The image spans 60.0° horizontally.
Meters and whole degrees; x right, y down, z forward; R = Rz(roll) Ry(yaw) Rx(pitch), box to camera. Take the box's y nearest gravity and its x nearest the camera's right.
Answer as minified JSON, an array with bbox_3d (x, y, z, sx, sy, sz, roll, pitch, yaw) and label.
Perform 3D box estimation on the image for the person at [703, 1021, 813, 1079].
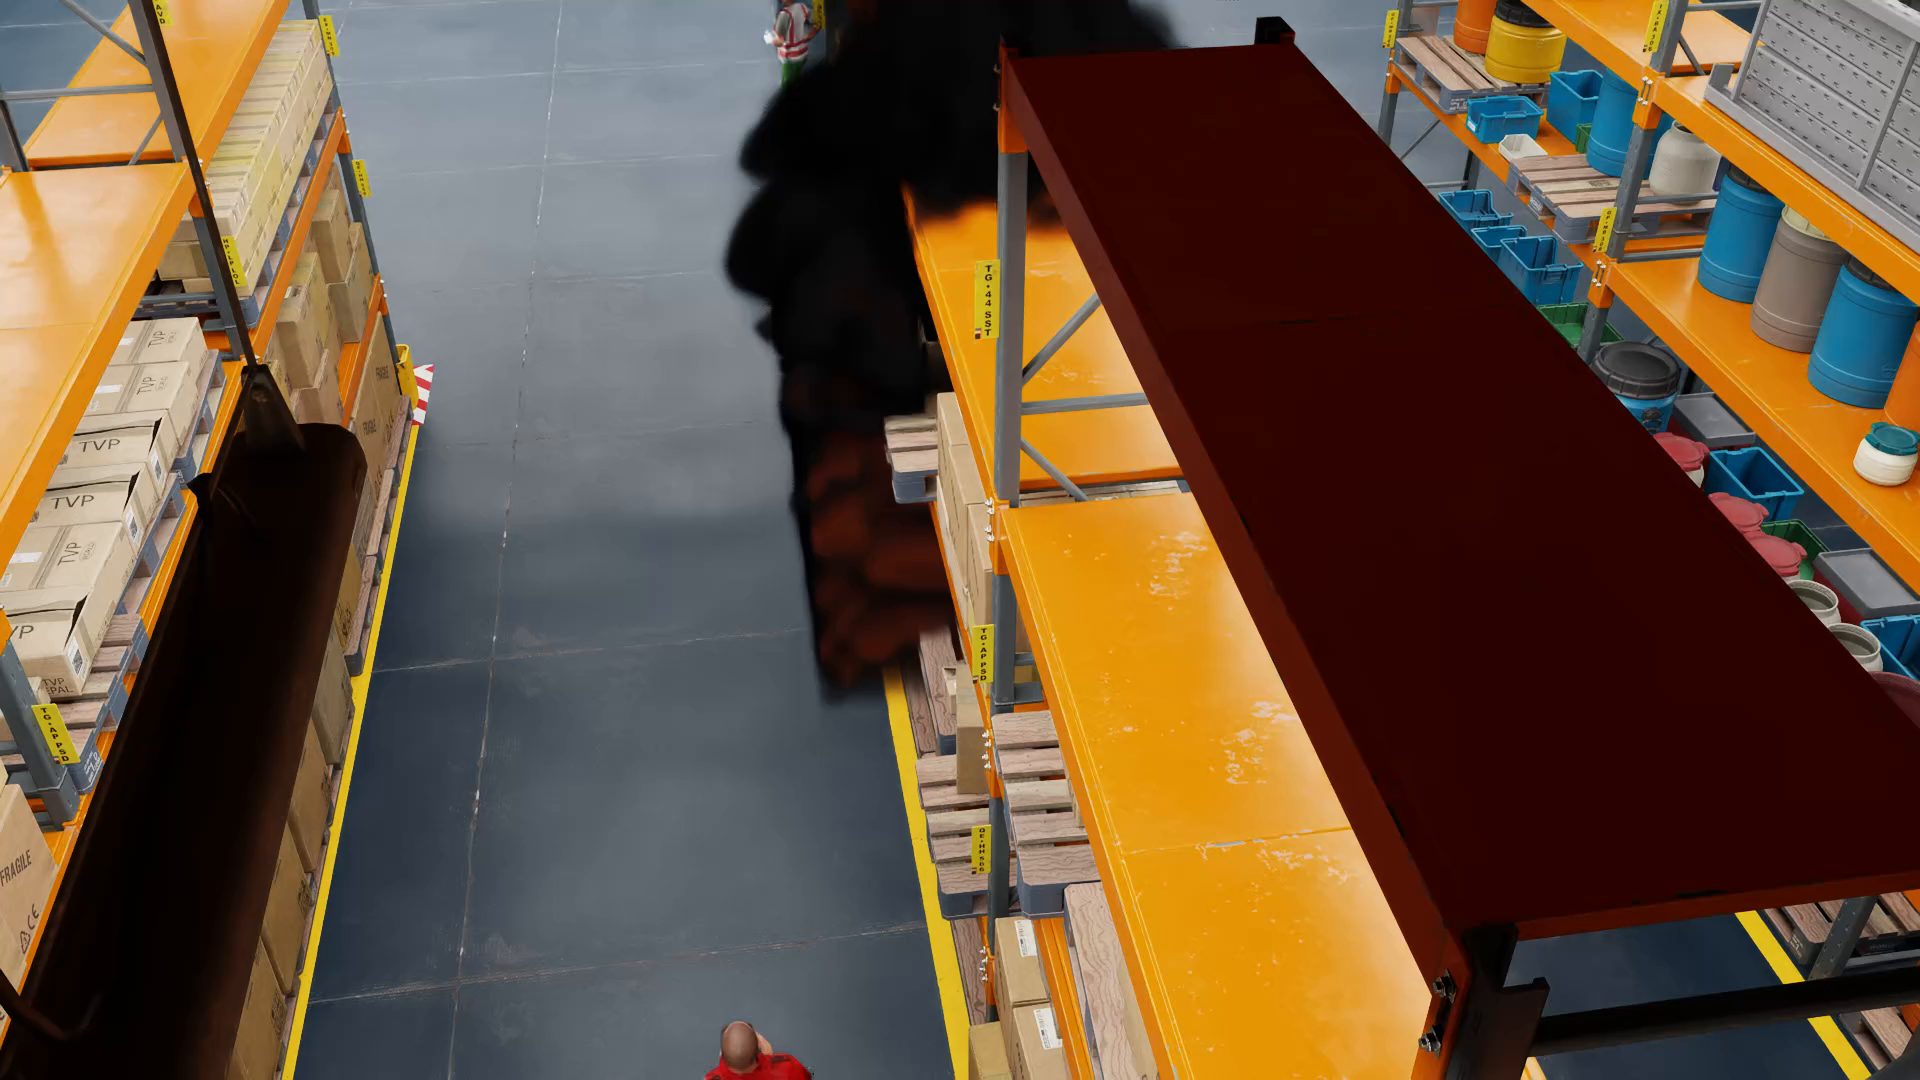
[{"bbox_3d":[-0.961,2.807,7.688,0.659,1.780,0.903,-9,37,-13],"label":"person"}]

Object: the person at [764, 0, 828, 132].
[{"bbox_3d":[-1.947,-5.665,19.610,0.900,1.796,0.641,15,39,19],"label":"person"}]

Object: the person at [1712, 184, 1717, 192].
[{"bbox_3d":[7.883,-4.198,17.922,0.956,1.568,0.643,13,38,18],"label":"person"}]
